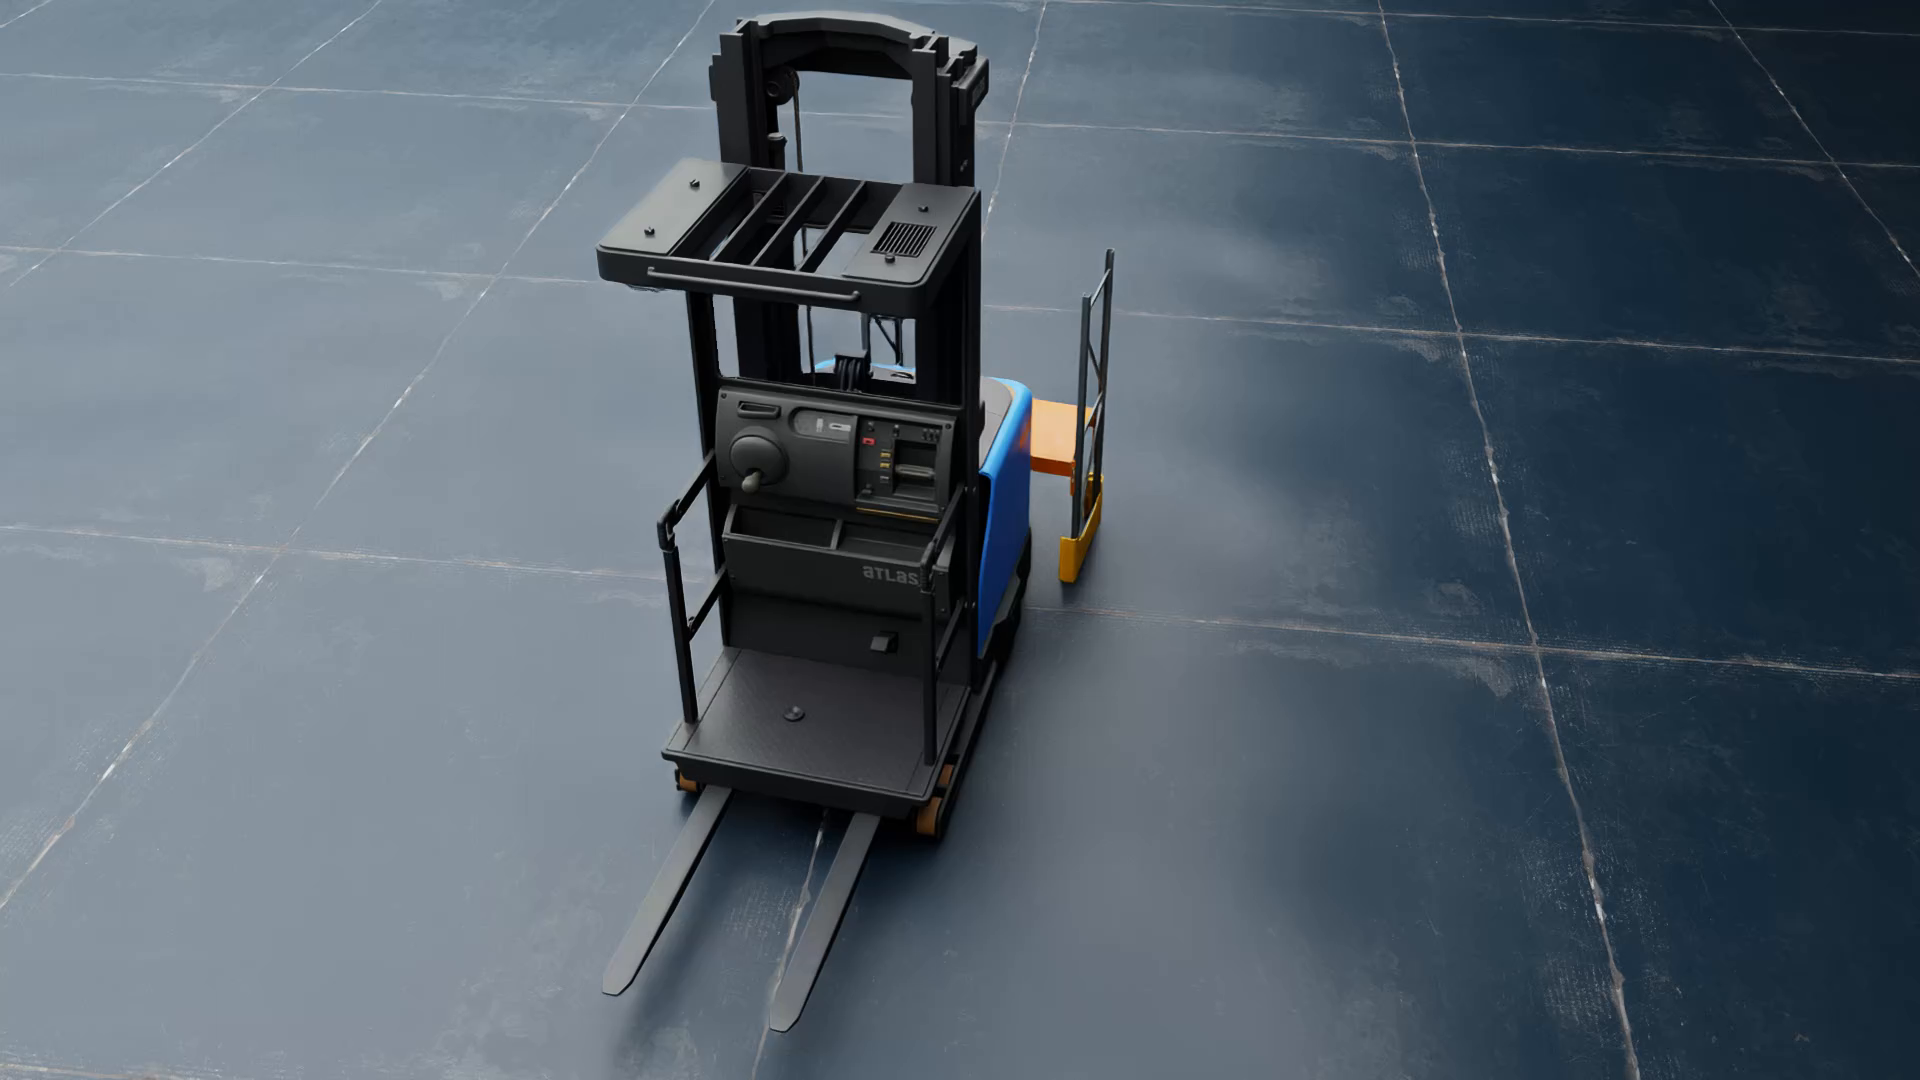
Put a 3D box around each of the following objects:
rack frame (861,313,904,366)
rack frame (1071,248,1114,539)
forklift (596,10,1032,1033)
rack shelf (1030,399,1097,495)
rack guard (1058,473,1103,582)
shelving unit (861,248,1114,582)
[{"bbox_3d":[-0.361,-0.744,8.001,0.032,1.500,0.500,10,37,14],"label":"rack frame"},{"bbox_3d":[0.612,-0.571,7.759,0.032,1.500,0.500,10,37,14],"label":"rack frame"},{"bbox_3d":[-0.527,-0.265,6.098,1.130,2.935,3.031,8,36,12],"label":"forklift"},{"bbox_3d":[0.125,-0.511,7.985,1.000,0.185,0.538,10,37,14],"label":"rack shelf"},{"bbox_3d":[0.593,-0.066,8.127,0.087,0.250,0.587,10,37,14],"label":"rack guard"},{"bbox_3d":[0.117,-0.659,7.882,1.083,1.500,0.587,10,37,14],"label":"shelving unit"}]
